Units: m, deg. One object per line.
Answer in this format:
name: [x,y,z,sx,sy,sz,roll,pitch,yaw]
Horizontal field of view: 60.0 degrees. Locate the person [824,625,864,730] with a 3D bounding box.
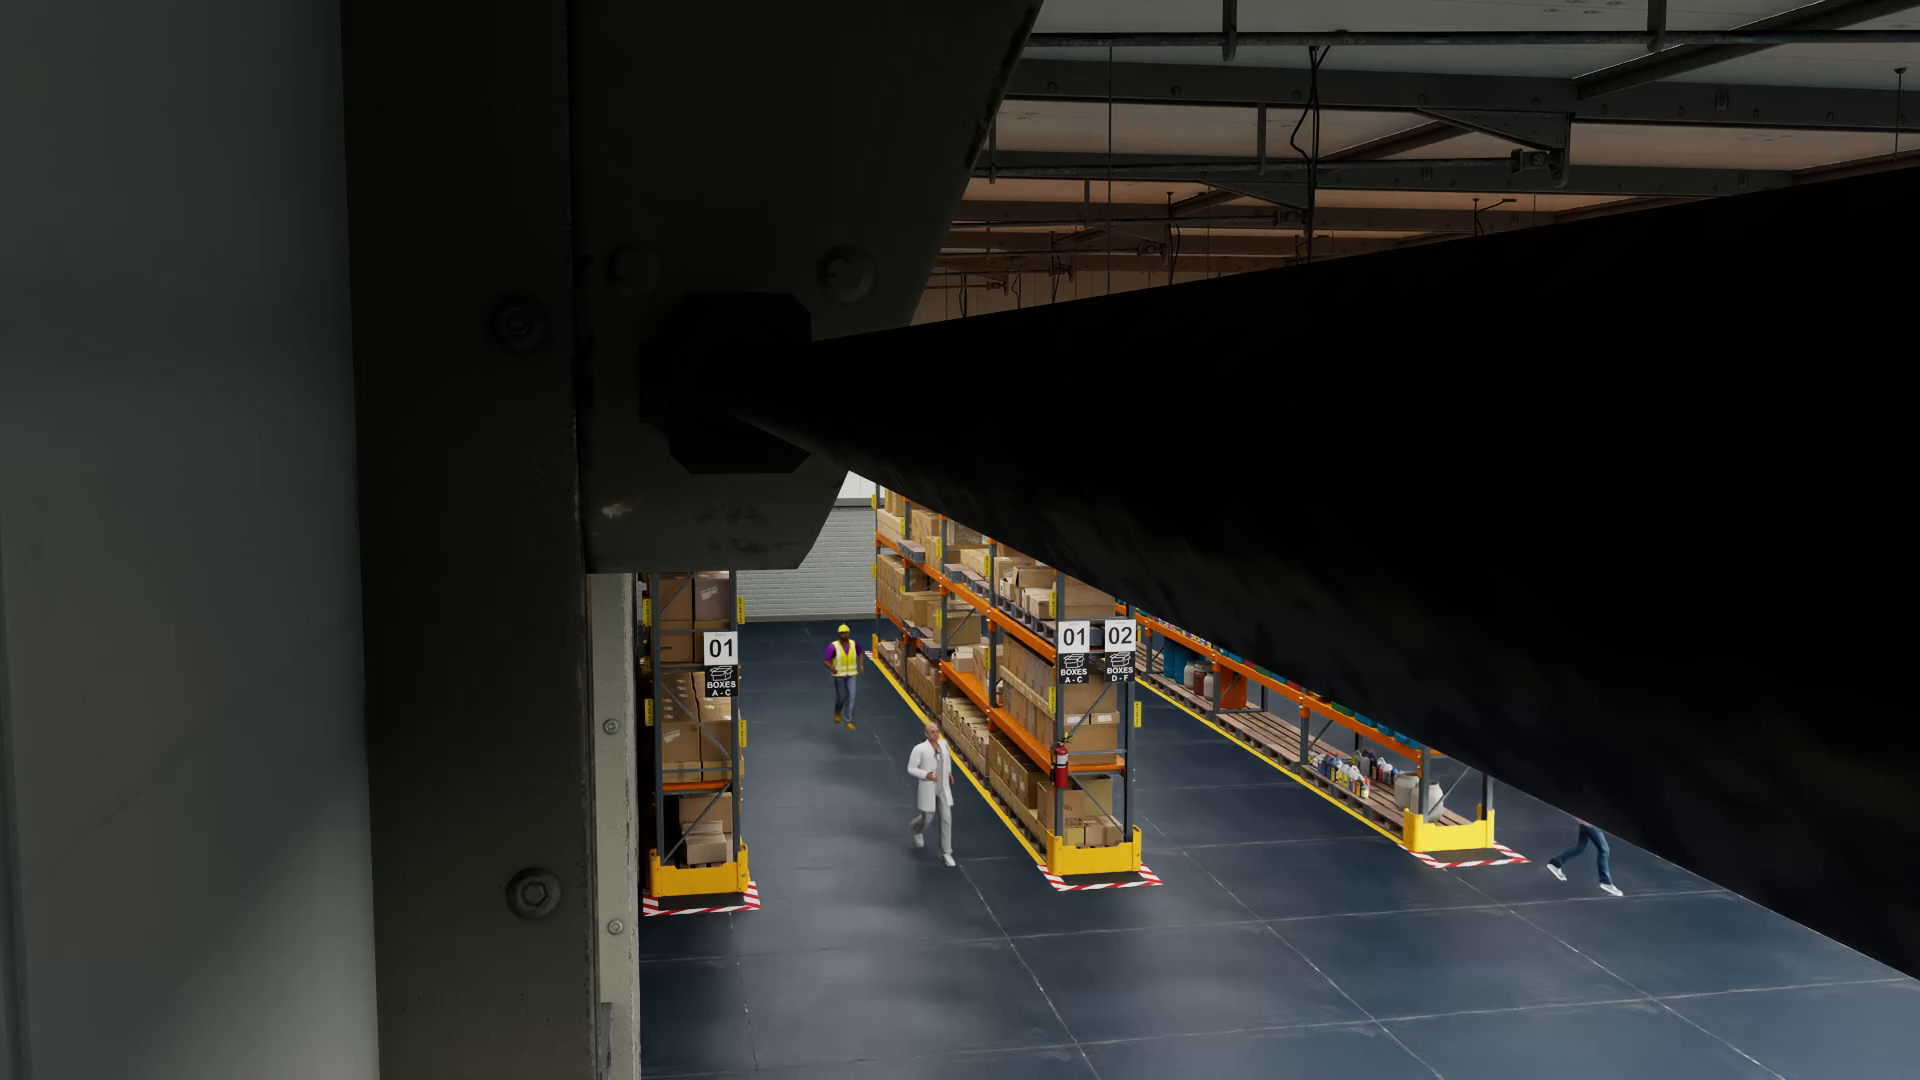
person: [-1.930,2.299,28.136,0.713,1.734,0.821,-2,6,-18]

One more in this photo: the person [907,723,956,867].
person: [-0.357,3.240,21.487,0.710,1.790,1.043,-3,7,-28]

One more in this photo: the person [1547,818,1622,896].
person: [7.614,3.468,20.213,0.878,1.611,0.492,2,6,22]
